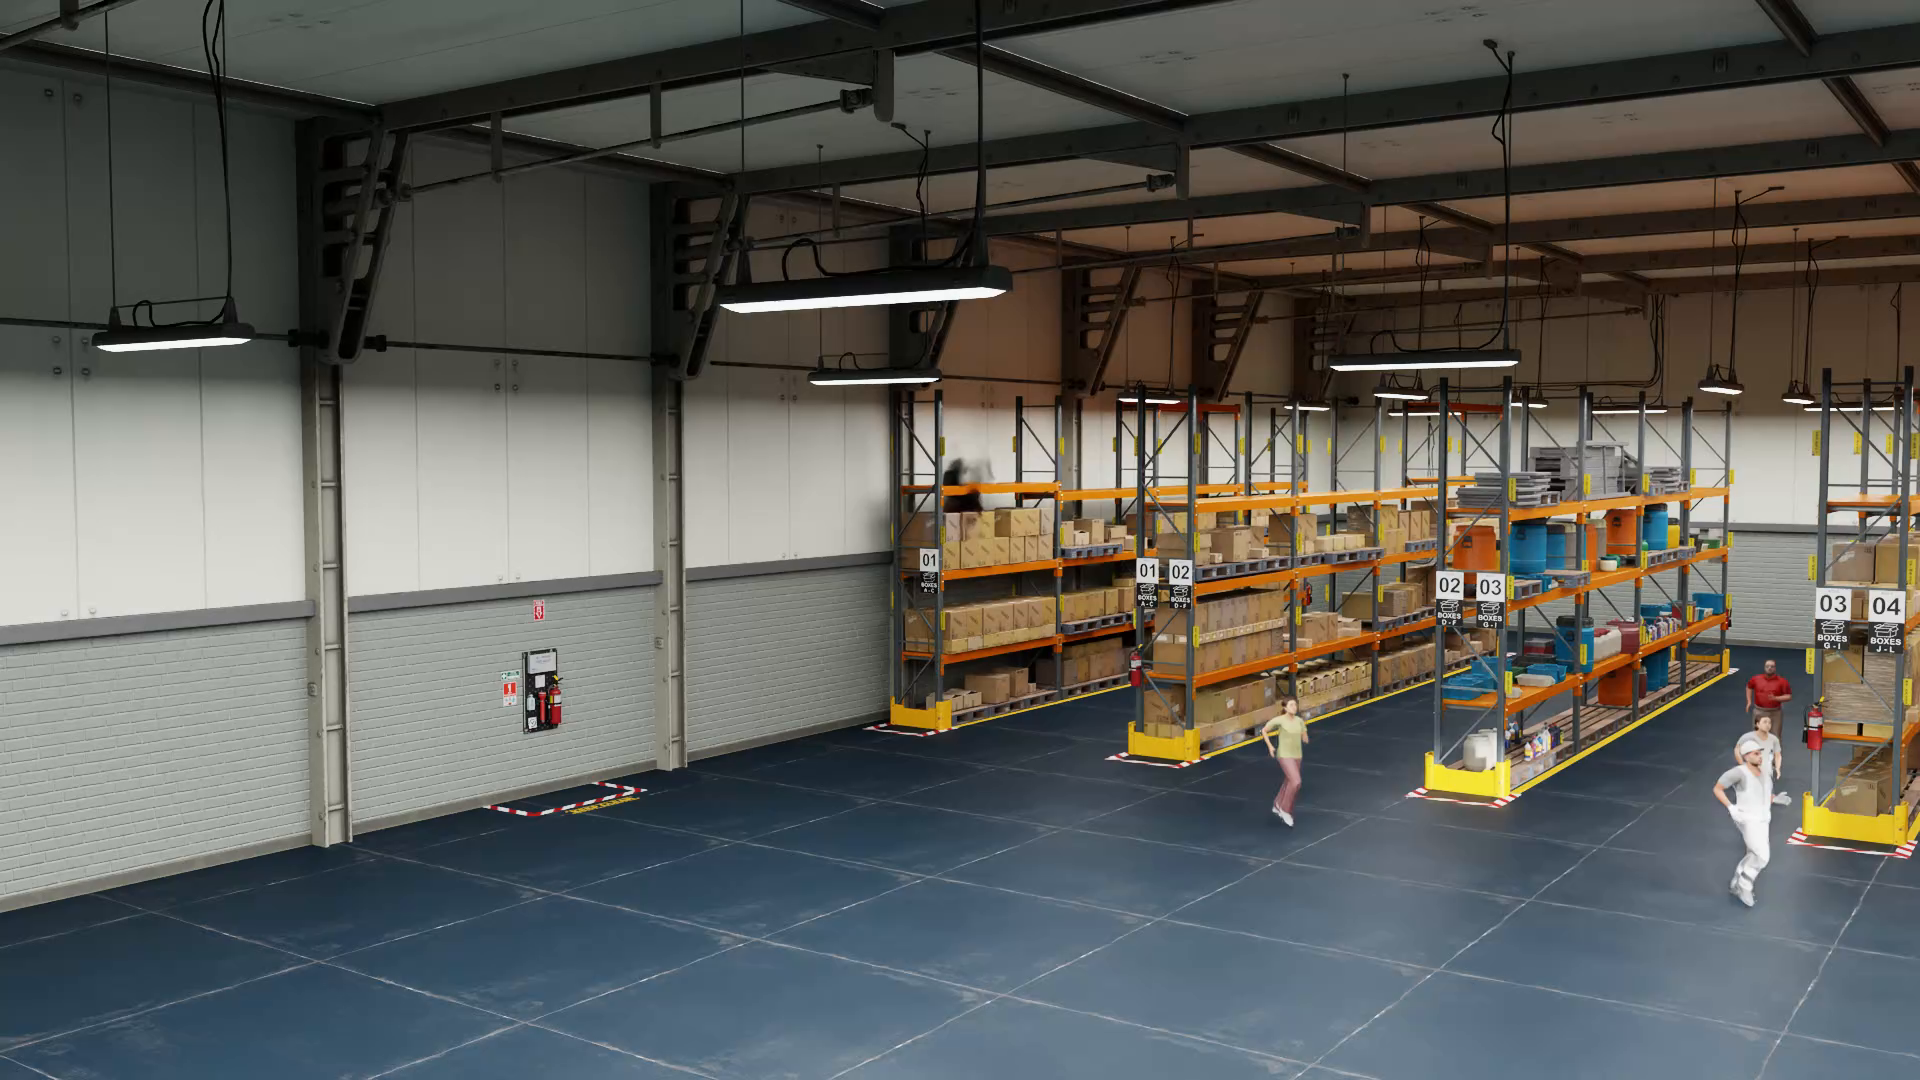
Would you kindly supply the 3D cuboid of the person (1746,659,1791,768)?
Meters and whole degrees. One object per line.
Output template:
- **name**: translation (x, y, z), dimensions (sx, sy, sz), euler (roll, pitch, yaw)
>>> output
- **person**: translation (12.351, 2.722, 25.424), dimensions (0.631, 1.798, 0.745), euler (2, 4, 26)

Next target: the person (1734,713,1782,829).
- **person**: translation (10.213, 3.010, 21.242), dimensions (0.558, 1.620, 0.535), euler (0, 3, 2)

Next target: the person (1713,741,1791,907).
- **person**: translation (8.671, 3.095, 18.123), dimensions (0.637, 1.796, 0.655), euler (-2, 4, -26)

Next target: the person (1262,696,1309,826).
- **person**: translation (4.374, 2.923, 22.101), dimensions (0.548, 1.696, 0.698), euler (-2, 4, -30)
